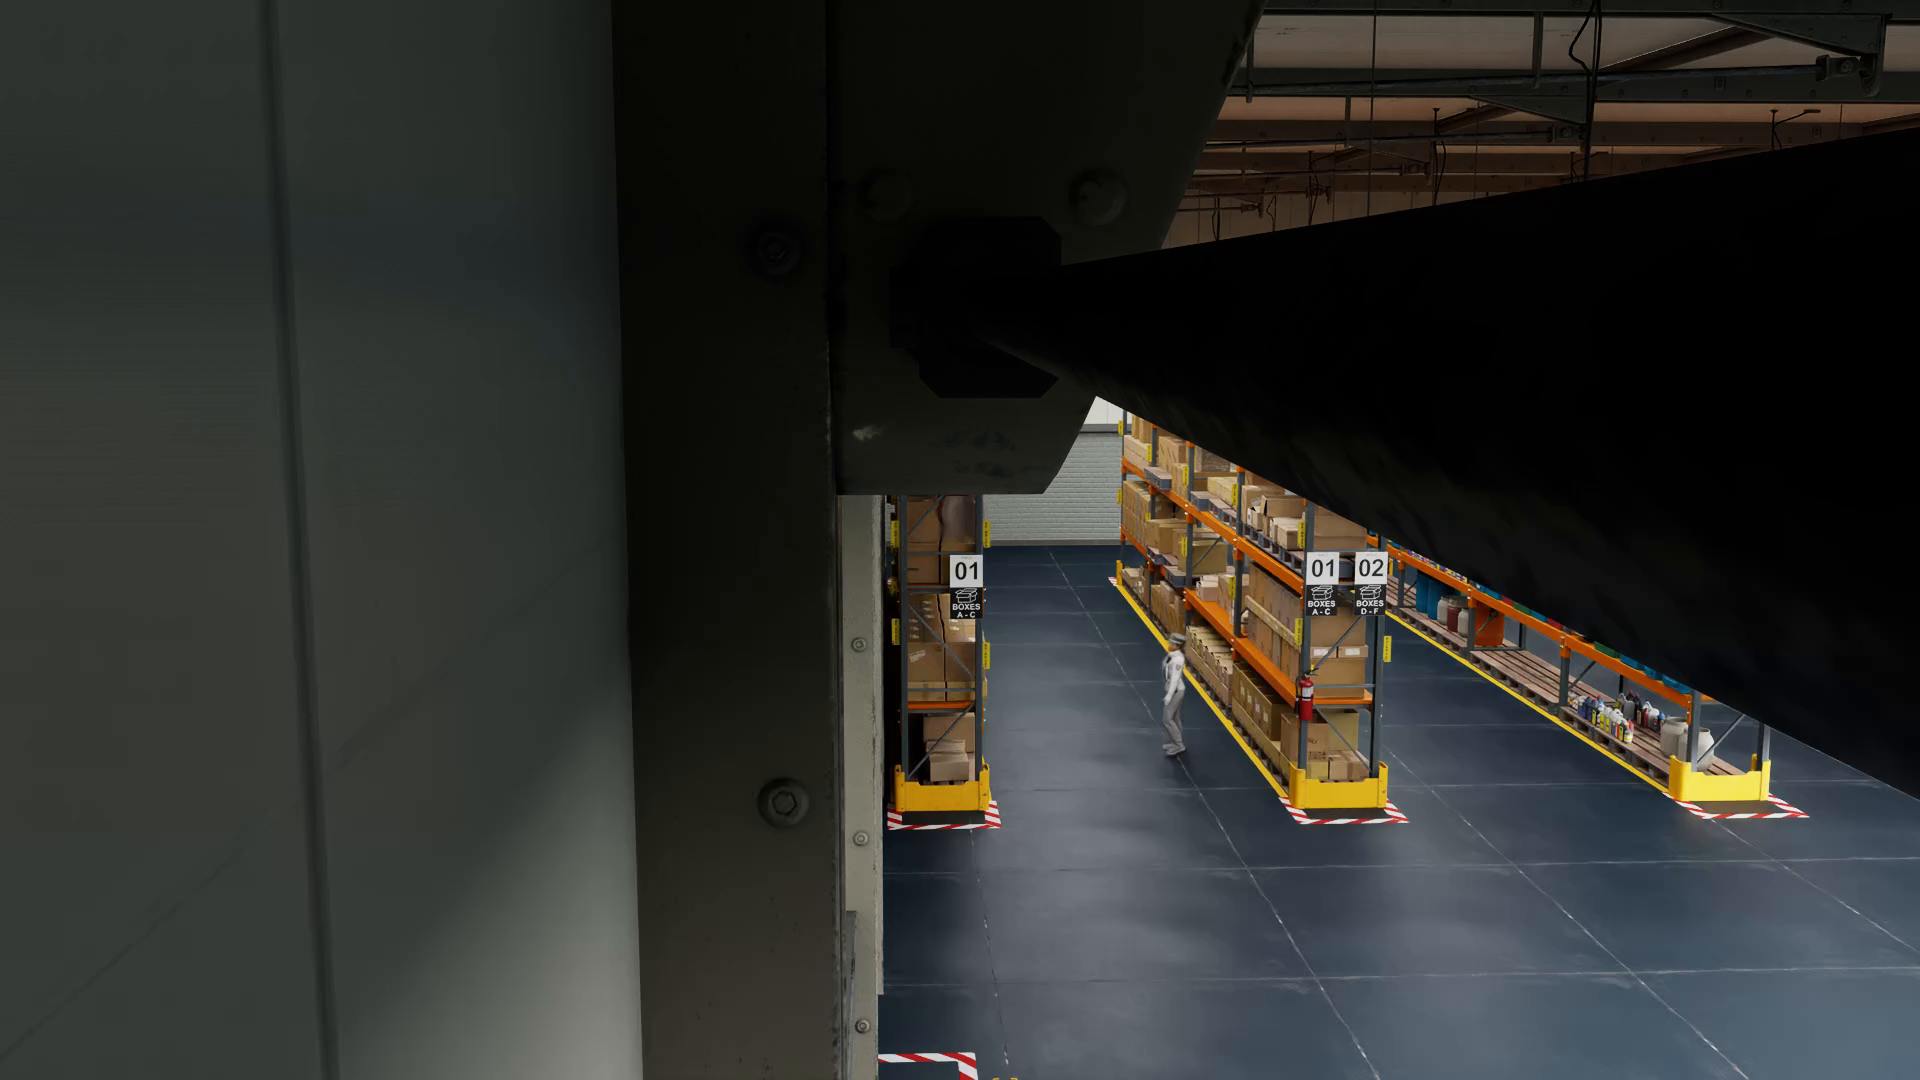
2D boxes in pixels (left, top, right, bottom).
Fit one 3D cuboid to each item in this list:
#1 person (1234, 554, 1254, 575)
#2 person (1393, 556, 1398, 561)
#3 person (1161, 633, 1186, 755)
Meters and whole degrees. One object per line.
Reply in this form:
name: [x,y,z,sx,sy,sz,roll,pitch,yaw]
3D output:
person: [5.841,0.523,34.204,0.387,1.541,0.919,-1,9,-9]
person: [10.529,-0.335,39.764,0.500,1.656,0.377,-2,9,-13]
person: [2.940,2.118,22.918,0.345,1.686,0.543,0,8,0]
